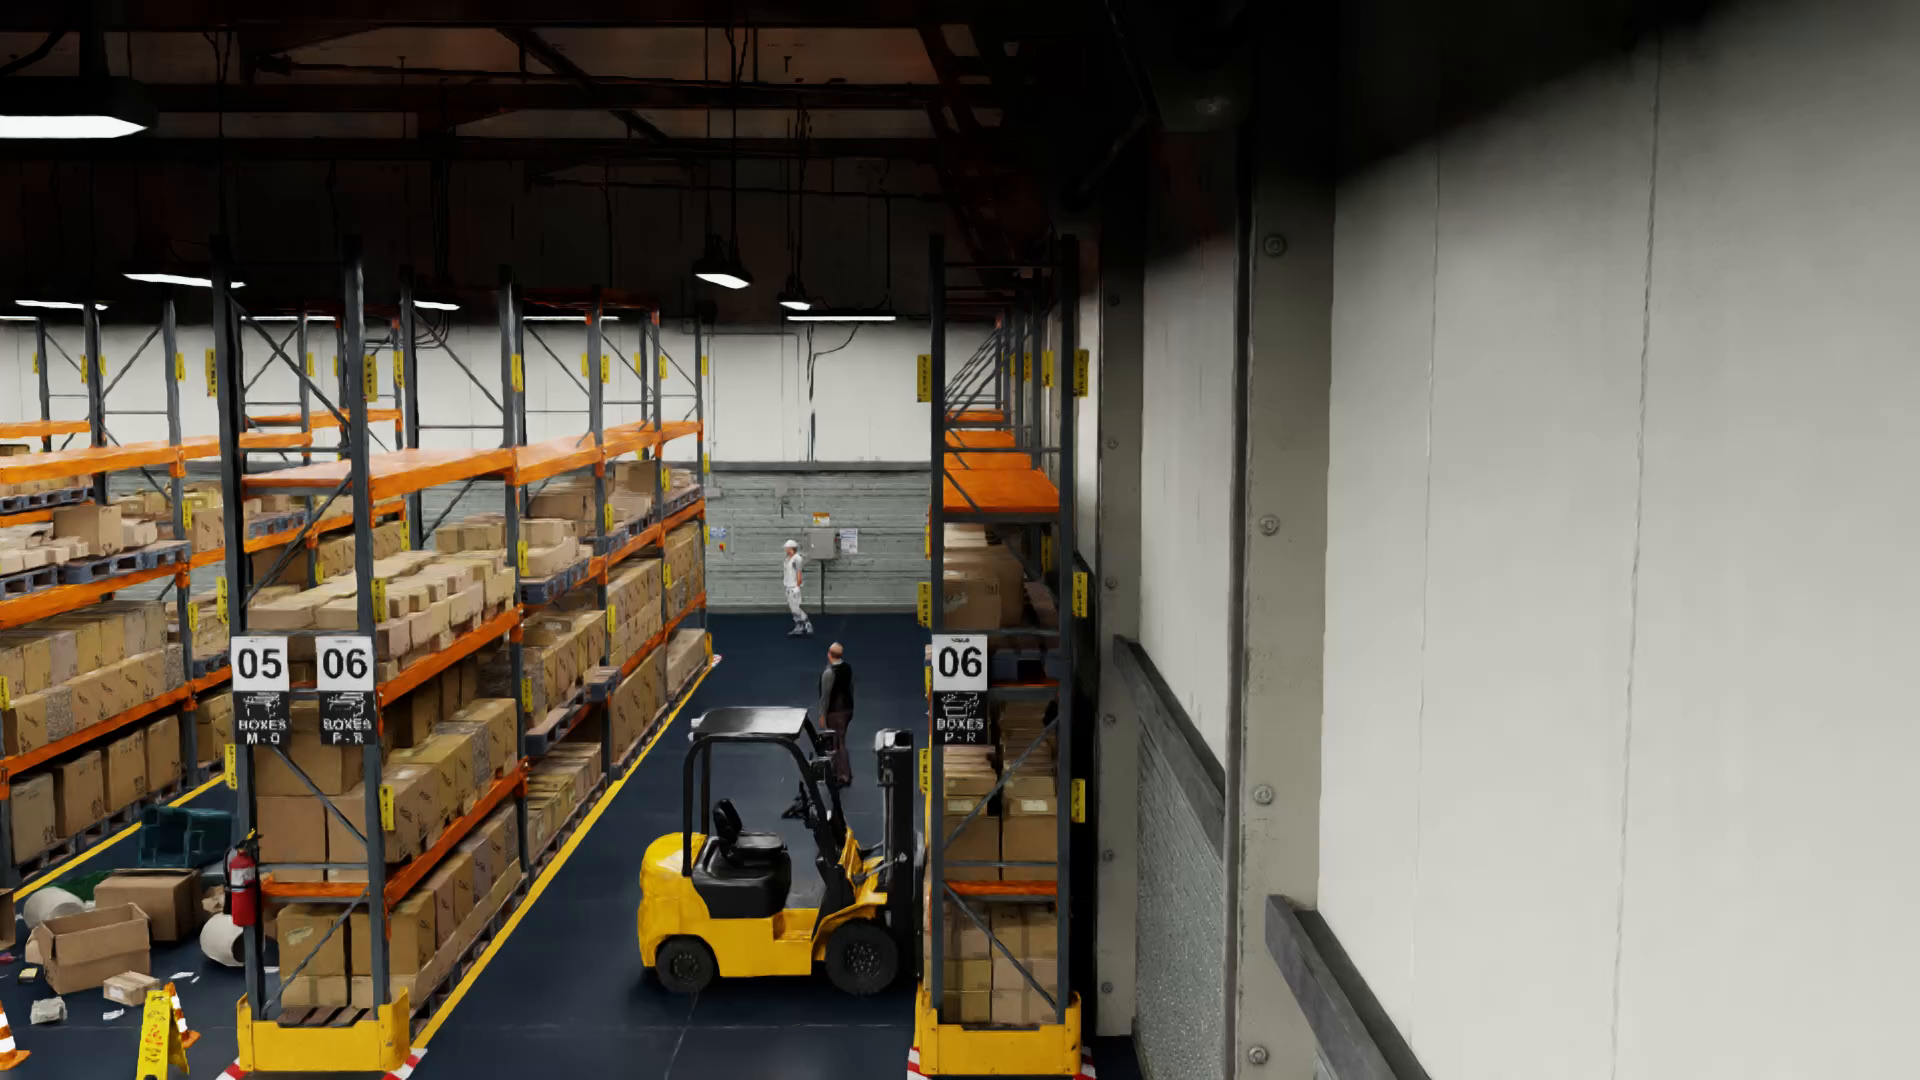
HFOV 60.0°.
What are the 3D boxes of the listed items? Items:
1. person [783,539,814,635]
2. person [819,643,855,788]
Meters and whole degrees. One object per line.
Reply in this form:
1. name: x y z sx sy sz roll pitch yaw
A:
1. person: -2.996 0.877 30.732 0.462 1.780 0.698 -4 7 -32
2. person: -1.513 2.090 20.066 0.581 1.709 0.641 3 7 23
